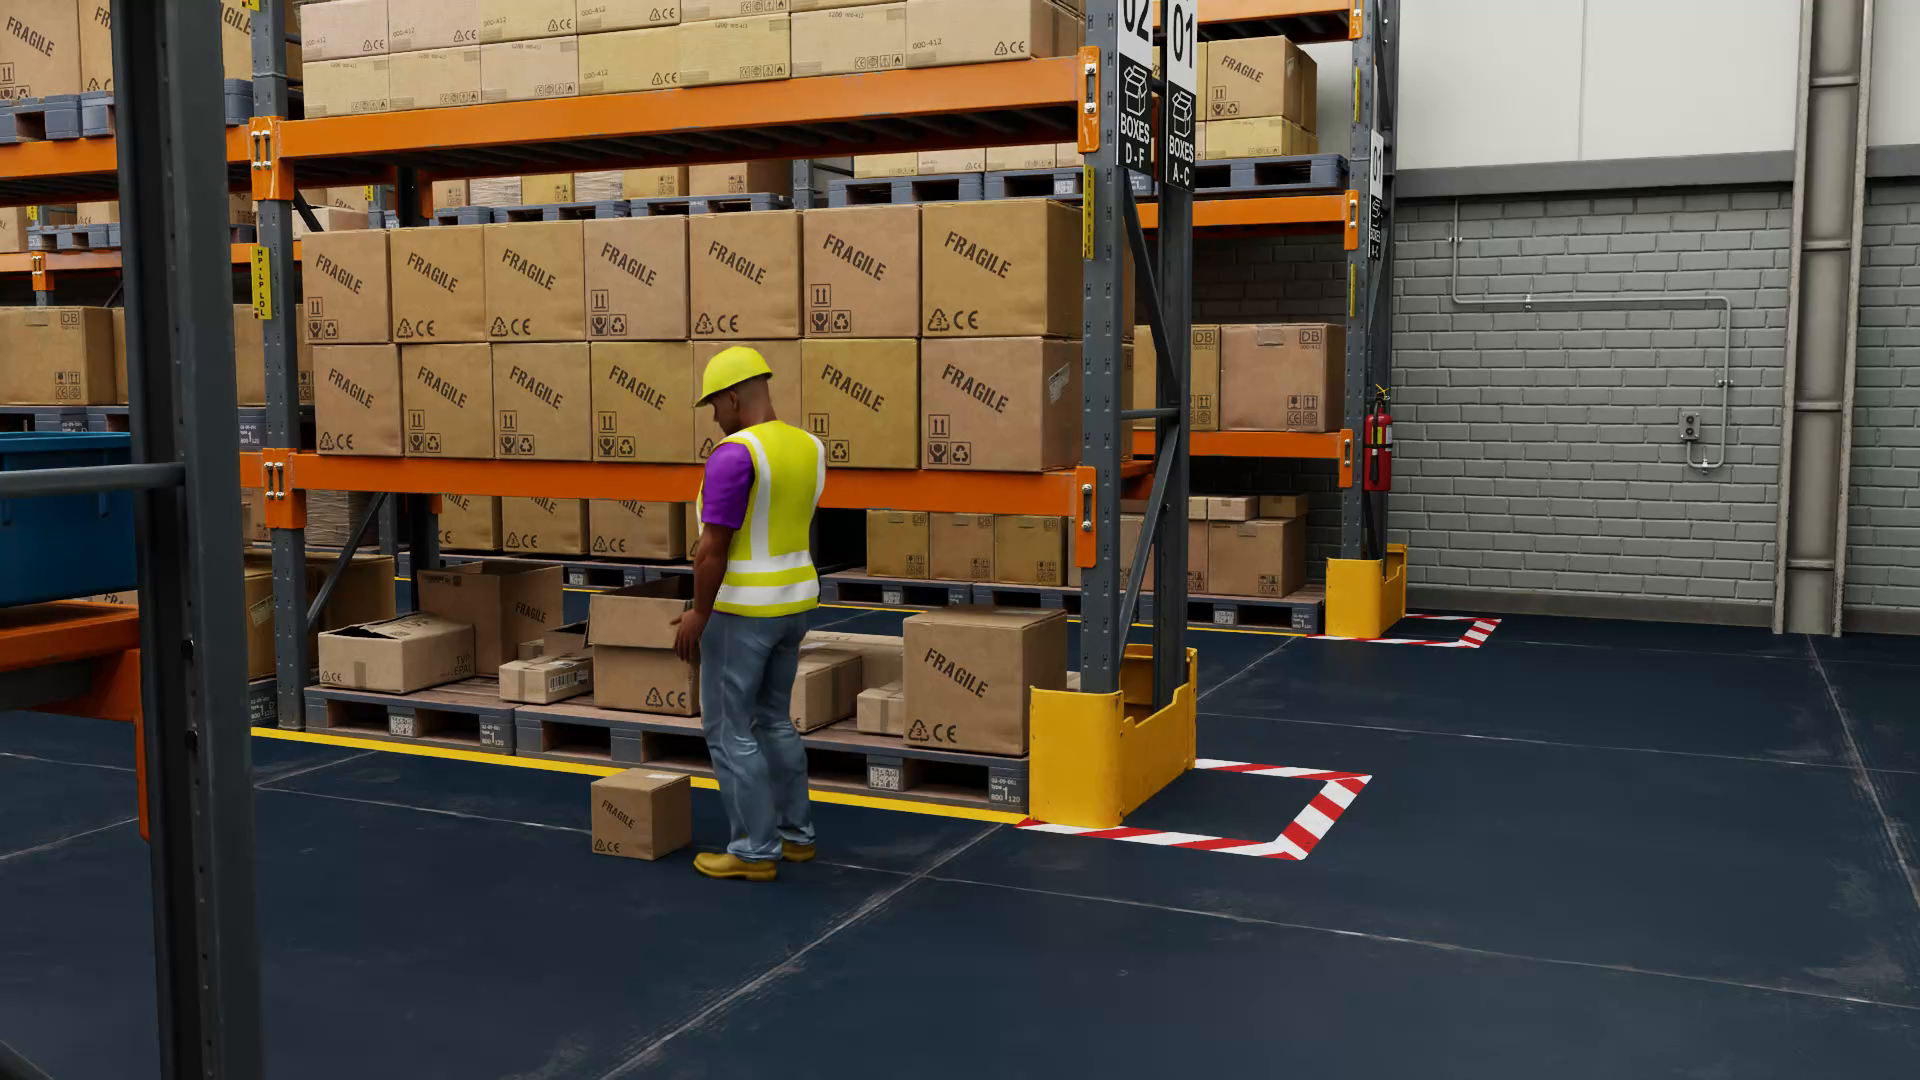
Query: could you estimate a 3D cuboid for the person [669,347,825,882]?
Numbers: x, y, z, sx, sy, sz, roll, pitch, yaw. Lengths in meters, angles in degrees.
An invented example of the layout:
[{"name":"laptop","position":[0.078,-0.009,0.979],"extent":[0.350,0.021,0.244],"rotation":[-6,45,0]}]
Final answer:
[{"name":"person","position":[-0.697,0.237,5.546],"extent":[0.384,1.752,0.573],"rotation":[3,6,28]}]
